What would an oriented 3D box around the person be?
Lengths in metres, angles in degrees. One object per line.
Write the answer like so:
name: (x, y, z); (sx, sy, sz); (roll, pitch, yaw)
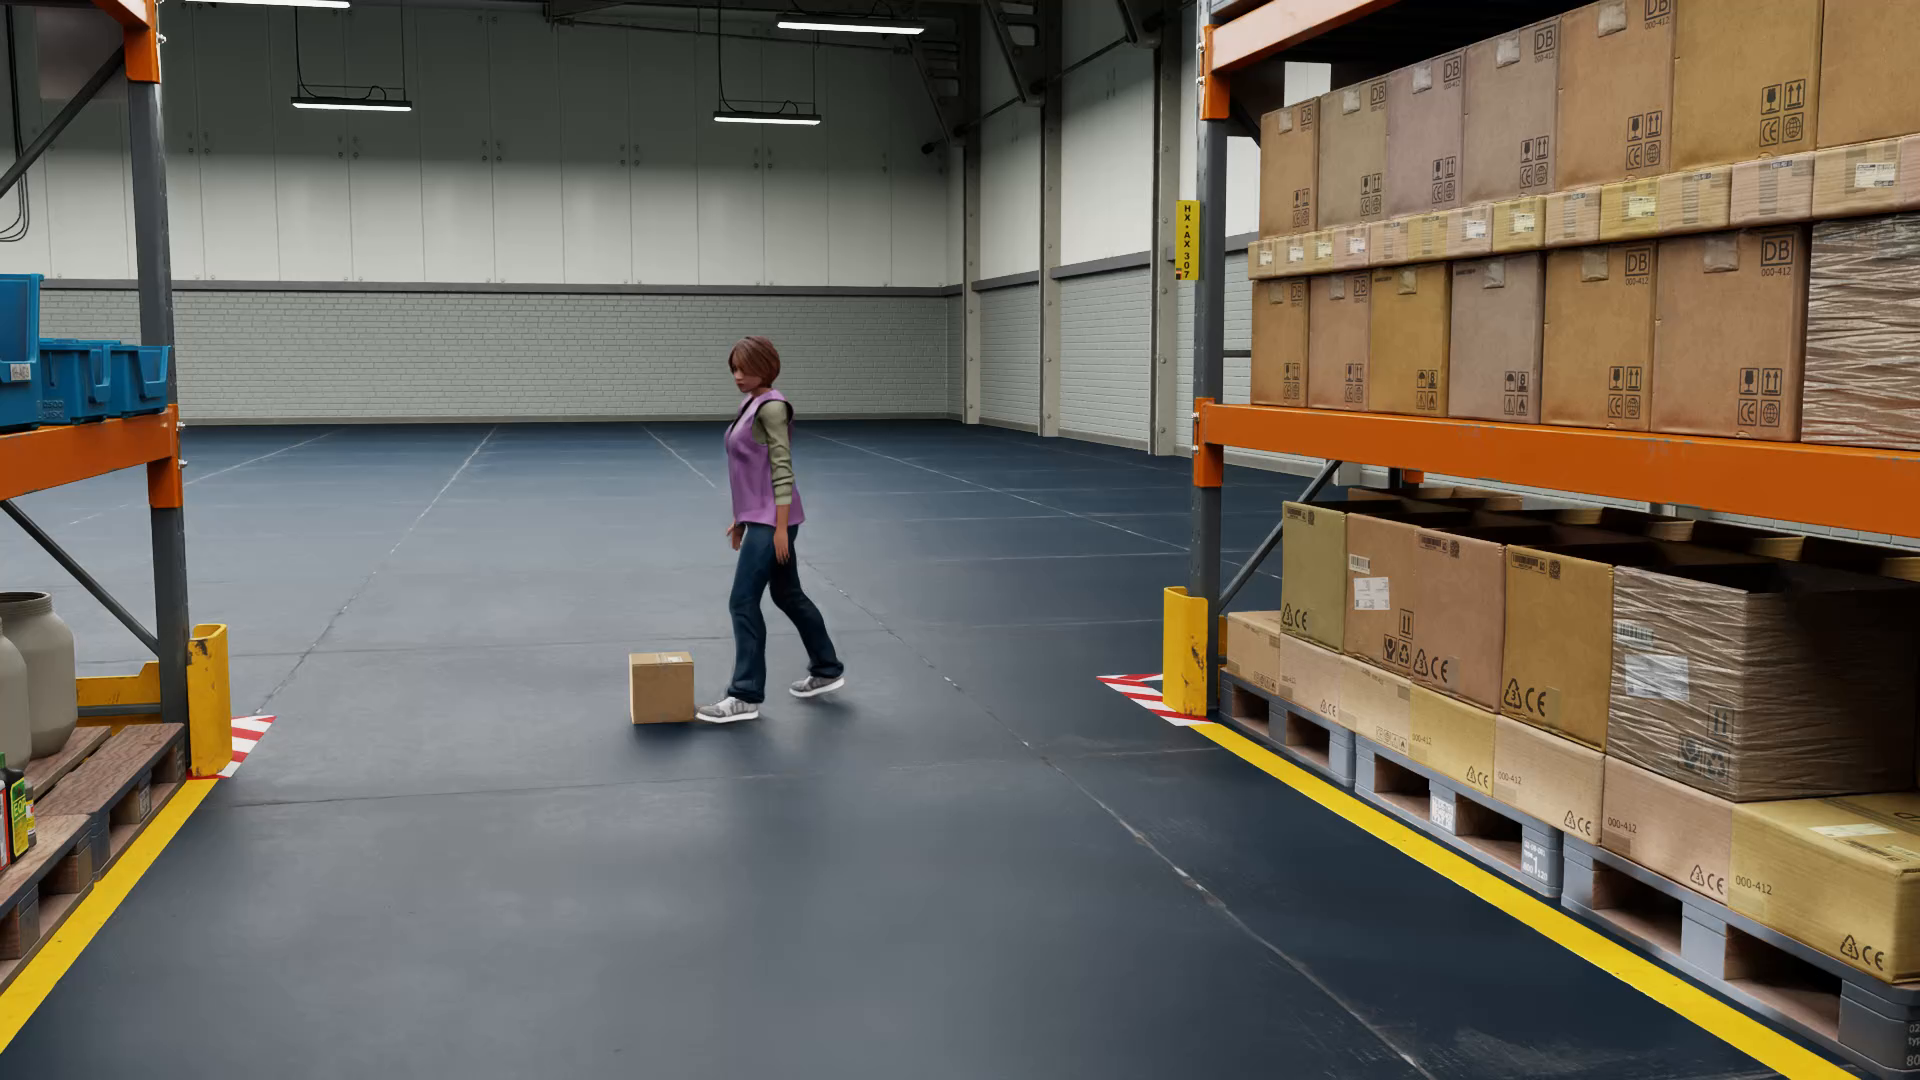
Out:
person: (-0.806, -0.065, 6.993); (0.681, 1.572, 0.528); (-2, 7, -15)
